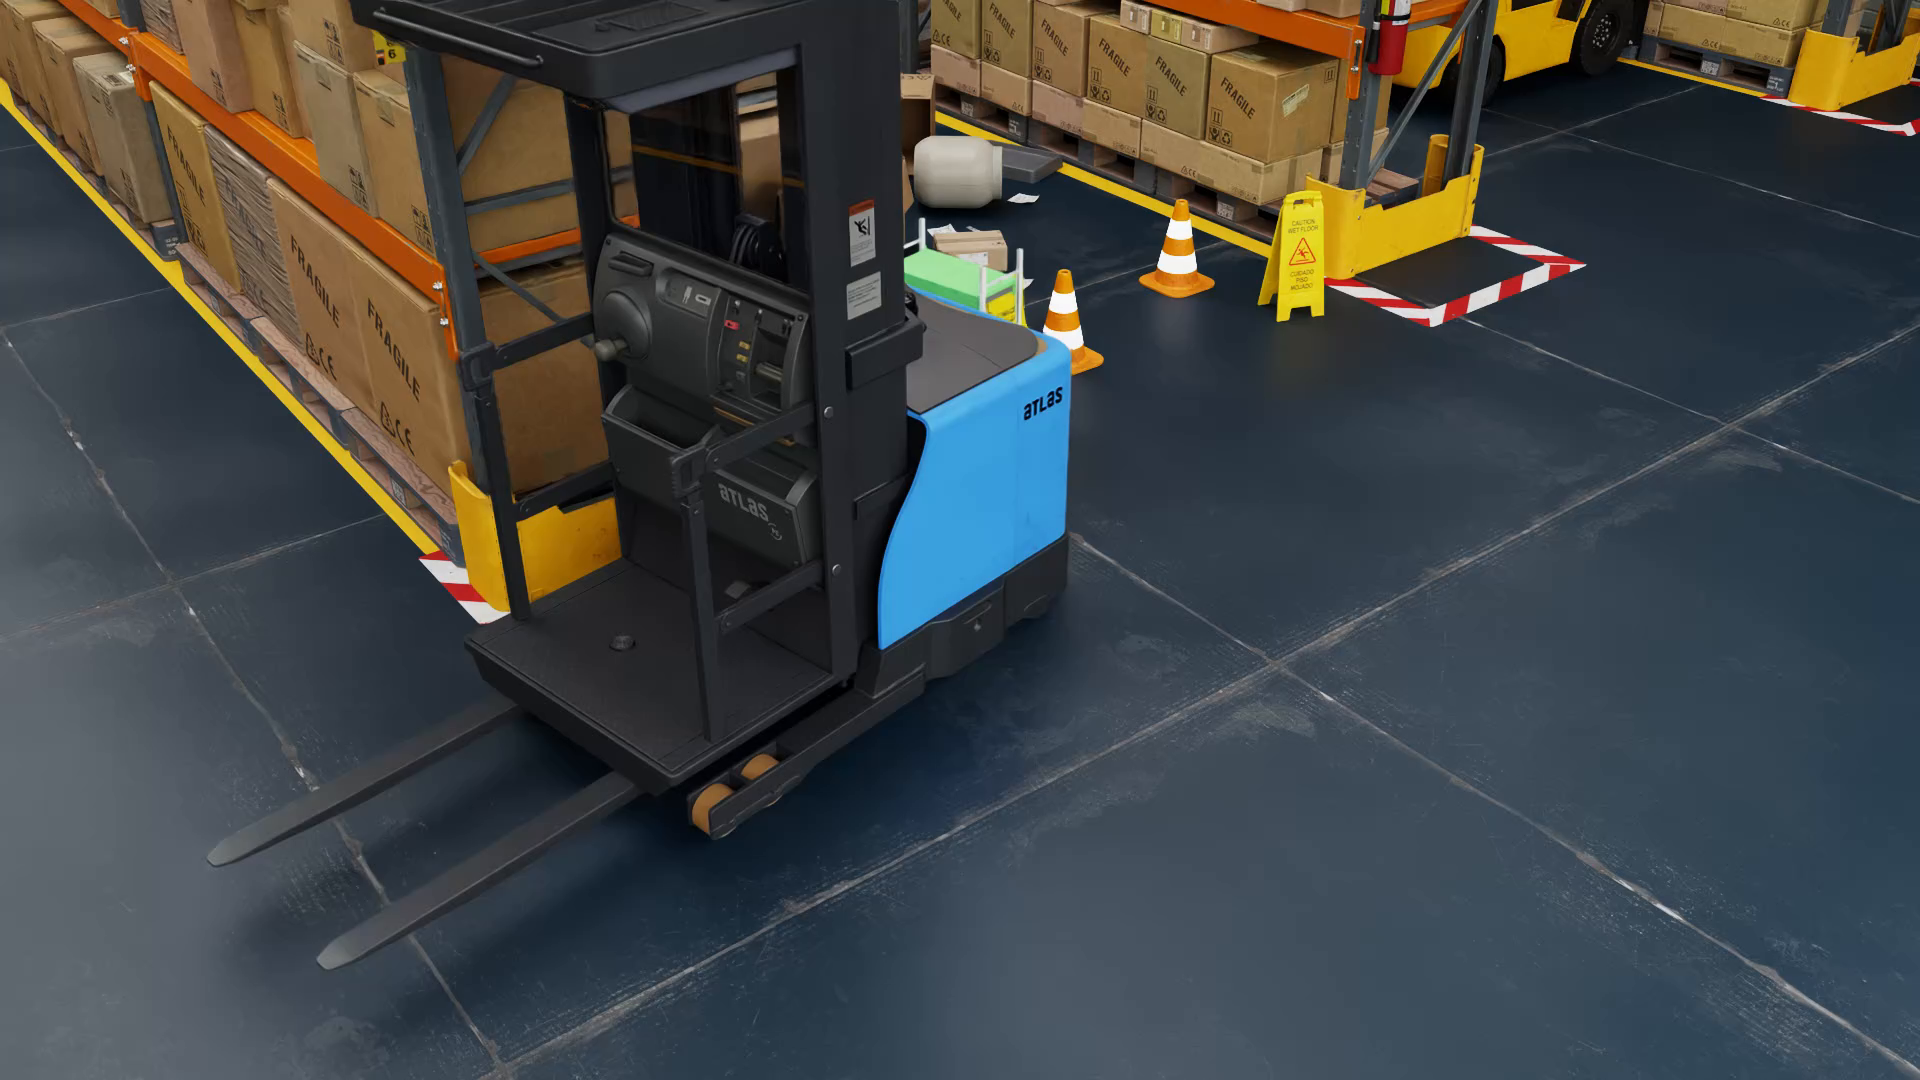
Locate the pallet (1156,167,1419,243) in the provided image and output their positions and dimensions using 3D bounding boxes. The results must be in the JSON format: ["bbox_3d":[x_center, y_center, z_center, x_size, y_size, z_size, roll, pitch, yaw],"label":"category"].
[{"bbox_3d":[1.937,-2.098,9.929,1.003,0.211,1.213,-22,38,-31],"label":"pallet"}]

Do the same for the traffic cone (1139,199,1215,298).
[{"bbox_3d":[1.171,-1.585,8.864,0.336,0.463,0.334,-22,38,-31],"label":"traffic cone"}]

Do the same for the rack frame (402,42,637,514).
[{"bbox_3d":[-1.394,-1.258,5.932,1.000,3.000,0.127,-22,38,-31],"label":"rack frame"}]

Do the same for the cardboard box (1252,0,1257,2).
[{"bbox_3d":[1.672,-3.065,9.079,0.380,0.149,0.250,-23,39,-32],"label":"cardboard box"}]

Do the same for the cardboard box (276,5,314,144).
[{"bbox_3d":[-2.256,-1.958,6.917,0.875,0.550,0.550,-22,38,-31],"label":"cardboard box"}]

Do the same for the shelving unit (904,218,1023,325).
[{"bbox_3d":[-0.033,-0.617,6.605,0.503,1.200,0.258,24,39,33],"label":"shelving unit"}]

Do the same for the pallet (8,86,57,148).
[{"bbox_3d":[-5.876,-3.054,11.468,1.003,0.211,1.213,-22,38,-31],"label":"pallet"}]

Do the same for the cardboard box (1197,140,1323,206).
[{"bbox_3d":[1.731,-2.171,9.611,0.500,0.250,0.500,-22,38,-32],"label":"cardboard box"}]

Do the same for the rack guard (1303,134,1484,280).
[{"bbox_3d":[2.407,-1.871,9.289,1.175,0.500,0.348,-22,38,-31],"label":"rack guard"}]

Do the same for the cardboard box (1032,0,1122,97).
[{"bbox_3d":[0.804,-3.128,10.441,0.500,0.500,0.500,-20,37,-29],"label":"cardboard box"}]

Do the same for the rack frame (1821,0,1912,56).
[{"bbox_3d":[6.372,-4.509,11.166,1.000,3.000,0.127,-22,38,-31],"label":"rack frame"}]

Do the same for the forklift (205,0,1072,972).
[{"bbox_3d":[-0.945,-0.612,4.957,1.130,2.935,3.031,25,40,34],"label":"forklift"}]

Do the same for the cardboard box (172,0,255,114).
[{"bbox_3d":[-3.018,-2.353,7.554,0.875,0.550,0.550,-22,38,-31],"label":"cardboard box"}]

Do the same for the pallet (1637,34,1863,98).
[{"bbox_3d":[5.870,-3.629,12.393,1.003,0.211,1.213,-22,38,-31],"label":"pallet"}]

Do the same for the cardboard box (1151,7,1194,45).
[{"bbox_3d":[1.327,-2.992,9.607,0.380,0.149,0.250,-22,38,-31],"label":"cardboard box"}]

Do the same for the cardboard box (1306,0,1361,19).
[{"bbox_3d":[2.055,-2.881,8.784,0.380,0.149,0.250,-21,37,-30],"label":"cardboard box"}]

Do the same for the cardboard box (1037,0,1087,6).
[{"bbox_3d":[0.663,-3.443,10.333,0.380,0.149,0.250,-20,37,-29],"label":"cardboard box"}]

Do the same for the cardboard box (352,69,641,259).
[{"bbox_3d":[-1.658,-1.461,6.118,0.875,0.550,0.550,-22,38,-31],"label":"cardboard box"}]

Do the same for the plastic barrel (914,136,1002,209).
[{"bbox_3d":[-0.009,-2.178,9.855,0.512,0.421,0.421,1,32,2],"label":"plastic barrel"}]

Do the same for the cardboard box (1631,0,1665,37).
[{"bbox_3d":[5.238,-4.034,12.611,0.500,0.250,0.500,-22,38,-31],"label":"cardboard box"}]

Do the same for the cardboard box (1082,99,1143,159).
[{"bbox_3d":[1.109,-2.596,10.295,0.500,0.250,0.500,-24,39,-33],"label":"cardboard box"}]

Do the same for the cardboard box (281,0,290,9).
[{"bbox_3d":[-2.238,-2.424,6.644,0.875,0.550,0.550,-22,38,-31],"label":"cardboard box"}]

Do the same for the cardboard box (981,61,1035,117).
[{"bbox_3d":[0.486,-3.027,10.988,0.500,0.250,0.500,-20,37,-29],"label":"cardboard box"}]

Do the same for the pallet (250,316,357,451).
[{"bbox_3d":[-2.690,-0.889,7.981,1.003,0.211,1.213,-22,38,-31],"label":"pallet"}]

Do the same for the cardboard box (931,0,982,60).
[{"bbox_3d":[0.149,-3.564,11.143,0.500,0.500,0.500,-20,37,-29],"label":"cardboard box"}]

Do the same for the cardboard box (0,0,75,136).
[{"bbox_3d":[-5.459,-3.168,10.742,1.050,0.750,0.750,-22,38,-31],"label":"cardboard box"}]

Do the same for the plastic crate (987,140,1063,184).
[{"bbox_3d":[0.316,-2.408,10.552,0.583,0.080,0.402,18,36,27],"label":"plastic crate"}]

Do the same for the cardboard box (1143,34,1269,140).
[{"bbox_3d":[1.434,-2.696,9.745,0.500,0.500,0.500,-21,37,-30],"label":"cardboard box"}]

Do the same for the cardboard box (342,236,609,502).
[{"bbox_3d":[-1.862,-0.795,6.802,0.875,0.875,0.875,-22,38,-31],"label":"cardboard box"}]

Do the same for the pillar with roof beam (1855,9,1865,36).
[{"bbox_3d":[3.257,-6.246,8.278,9.100,9.000,0.400,-22,38,-31],"label":"pillar with roof beam"}]

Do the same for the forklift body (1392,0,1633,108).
[{"bbox_3d":[3.768,-4.348,11.712,2.313,2.155,1.214,-22,38,-31],"label":"forklift body"}]

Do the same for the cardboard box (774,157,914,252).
[{"bbox_3d":[-0.623,-1.754,9.097,0.637,0.503,0.797,6,32,10],"label":"cardboard box"}]

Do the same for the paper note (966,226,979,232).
[{"bbox_3d":[0.084,-1.796,9.633,0.032,0.001,0.123,-22,38,-31],"label":"paper note"}]

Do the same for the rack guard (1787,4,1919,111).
[{"bbox_3d":[6.387,-3.437,11.810,1.175,0.500,0.348,-22,38,-31],"label":"rack guard"}]

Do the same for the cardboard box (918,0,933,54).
[{"bbox_3d":[-0.323,-3.848,12.196,0.950,0.372,0.625,-22,38,-31],"label":"cardboard box"}]

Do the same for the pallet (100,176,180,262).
[{"bbox_3d":[-4.380,-2.037,9.830,1.003,0.211,1.213,-22,38,-31],"label":"pallet"}]

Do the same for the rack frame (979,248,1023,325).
[{"bbox_3d":[0.154,-0.534,6.472,0.015,1.200,0.240,24,39,33],"label":"rack frame"}]

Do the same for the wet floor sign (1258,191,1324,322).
[{"bbox_3d":[1.725,-1.476,8.515,0.267,0.644,0.232,-10,33,-15],"label":"wet floor sign"}]

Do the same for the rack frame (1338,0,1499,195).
[{"bbox_3d":[2.454,-2.901,8.578,1.000,3.000,0.127,-22,38,-31],"label":"rack frame"}]

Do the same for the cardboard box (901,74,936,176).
[{"bbox_3d":[-0.417,-2.621,10.493,0.500,0.500,0.500,1,32,2],"label":"cardboard box"}]

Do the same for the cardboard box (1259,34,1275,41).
[{"bbox_3d":[1.838,-2.882,10.045,0.500,0.500,0.500,-24,39,-33],"label":"cardboard box"}]

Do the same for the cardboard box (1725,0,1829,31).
[{"bbox_3d":[5.827,-3.833,11.813,0.500,0.250,0.500,-23,38,-32],"label":"cardboard box"}]

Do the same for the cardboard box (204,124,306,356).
[{"bbox_3d":[-2.961,-1.541,8.004,0.875,0.875,0.875,-22,38,-31],"label":"cardboard box"}]

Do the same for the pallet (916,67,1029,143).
[{"bbox_3d":[0.441,-3.115,11.566,1.003,0.211,1.213,-22,38,-31],"label":"pallet"}]

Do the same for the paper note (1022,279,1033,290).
[{"bbox_3d":[0.302,-1.390,8.959,0.142,0.019,0.148,18,36,27],"label":"paper note"}]

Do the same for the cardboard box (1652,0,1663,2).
[{"bbox_3d":[5.195,-4.254,12.491,0.500,0.250,0.500,-23,39,-32],"label":"cardboard box"}]

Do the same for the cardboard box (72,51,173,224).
[{"bbox_3d":[-4.299,-2.377,9.468,1.050,0.750,0.750,-22,38,-32],"label":"cardboard box"}]

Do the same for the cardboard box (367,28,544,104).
[{"bbox_3d":[-1.591,-1.947,5.877,0.875,0.550,0.550,-22,38,-31],"label":"cardboard box"}]

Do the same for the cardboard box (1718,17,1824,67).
[{"bbox_3d":[5.835,-3.613,11.932,0.500,0.250,0.500,-22,38,-31],"label":"cardboard box"}]

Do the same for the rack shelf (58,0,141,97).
[{"bbox_3d":[-5.074,-3.453,10.148,1.077,0.370,4.000,-22,38,-31],"label":"rack shelf"}]

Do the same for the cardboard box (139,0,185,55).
[{"bbox_3d":[-3.612,-2.839,8.335,0.875,0.550,0.550,-22,38,-31],"label":"cardboard box"}]
